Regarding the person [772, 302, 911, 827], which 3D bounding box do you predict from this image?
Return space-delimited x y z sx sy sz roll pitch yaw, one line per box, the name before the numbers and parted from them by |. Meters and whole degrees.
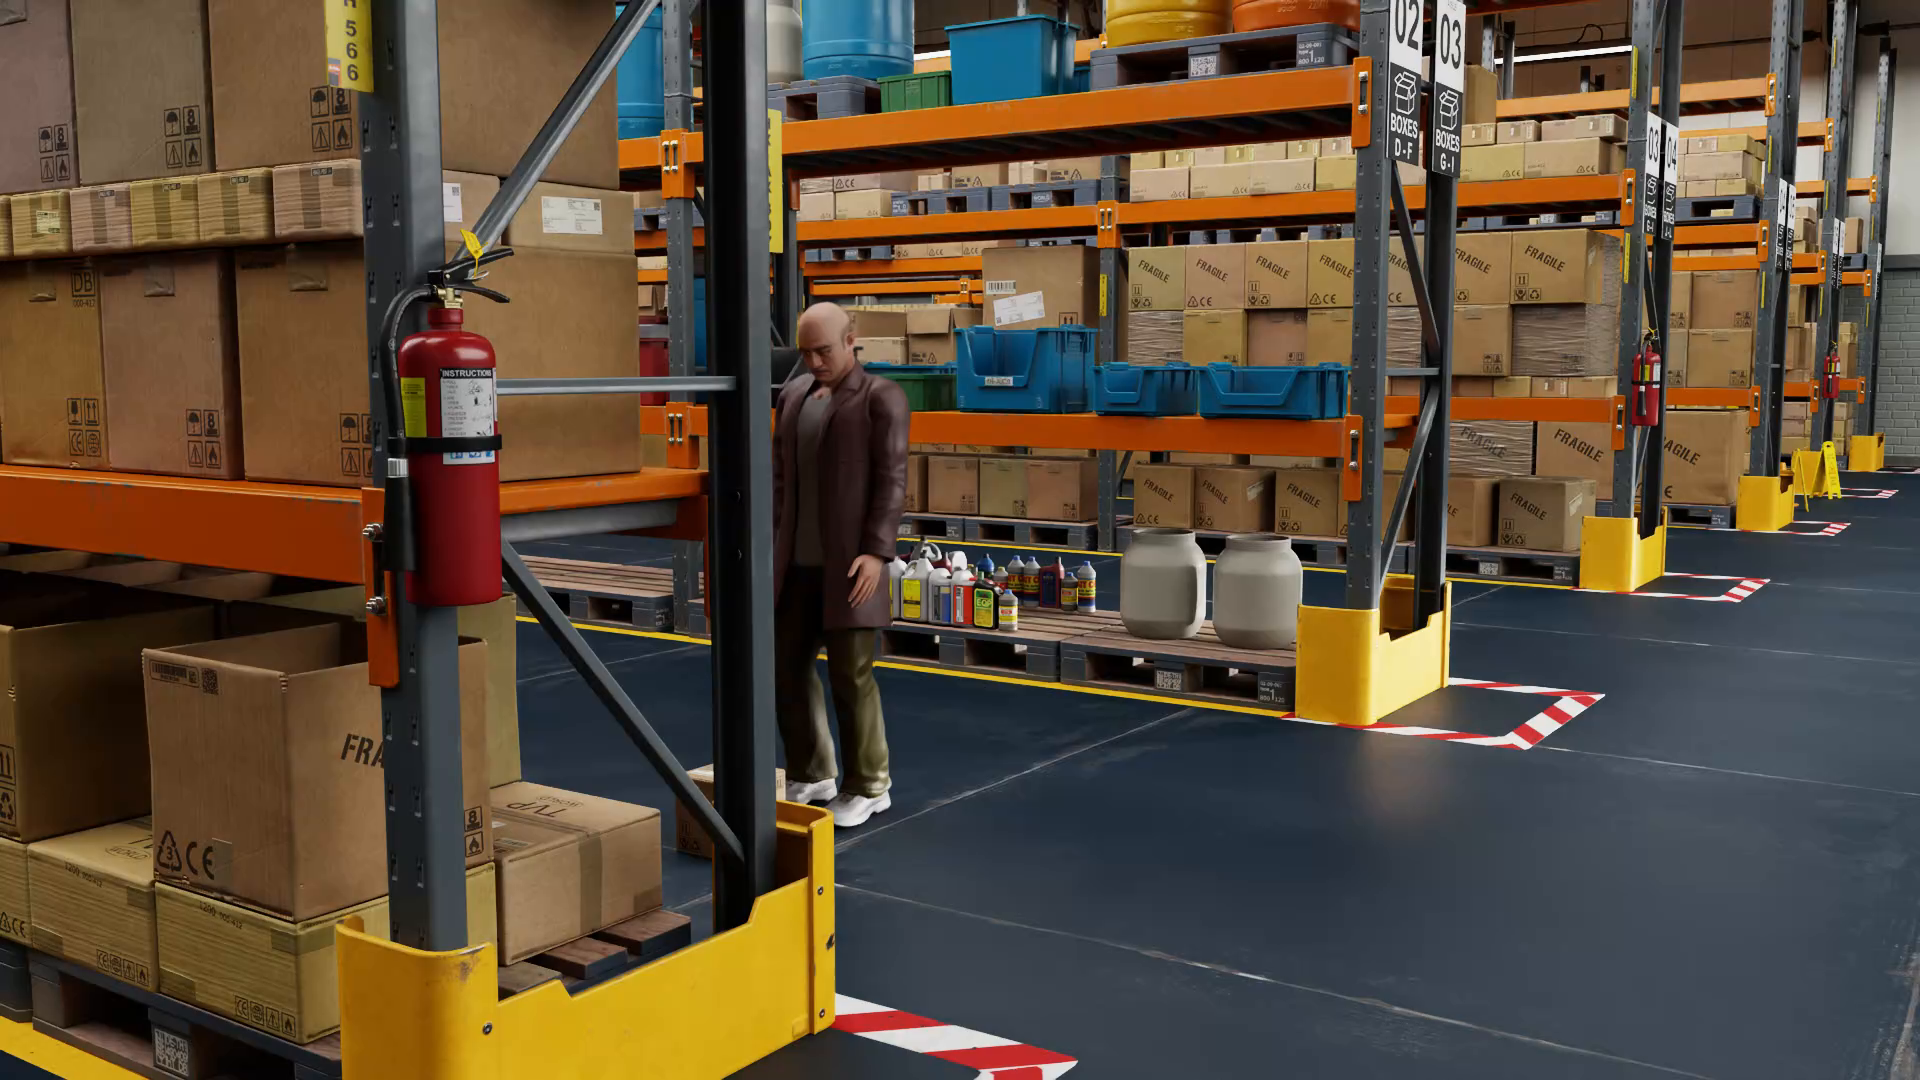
person | -0.438 0.078 5.663 0.572 1.761 0.378 4 8 35
